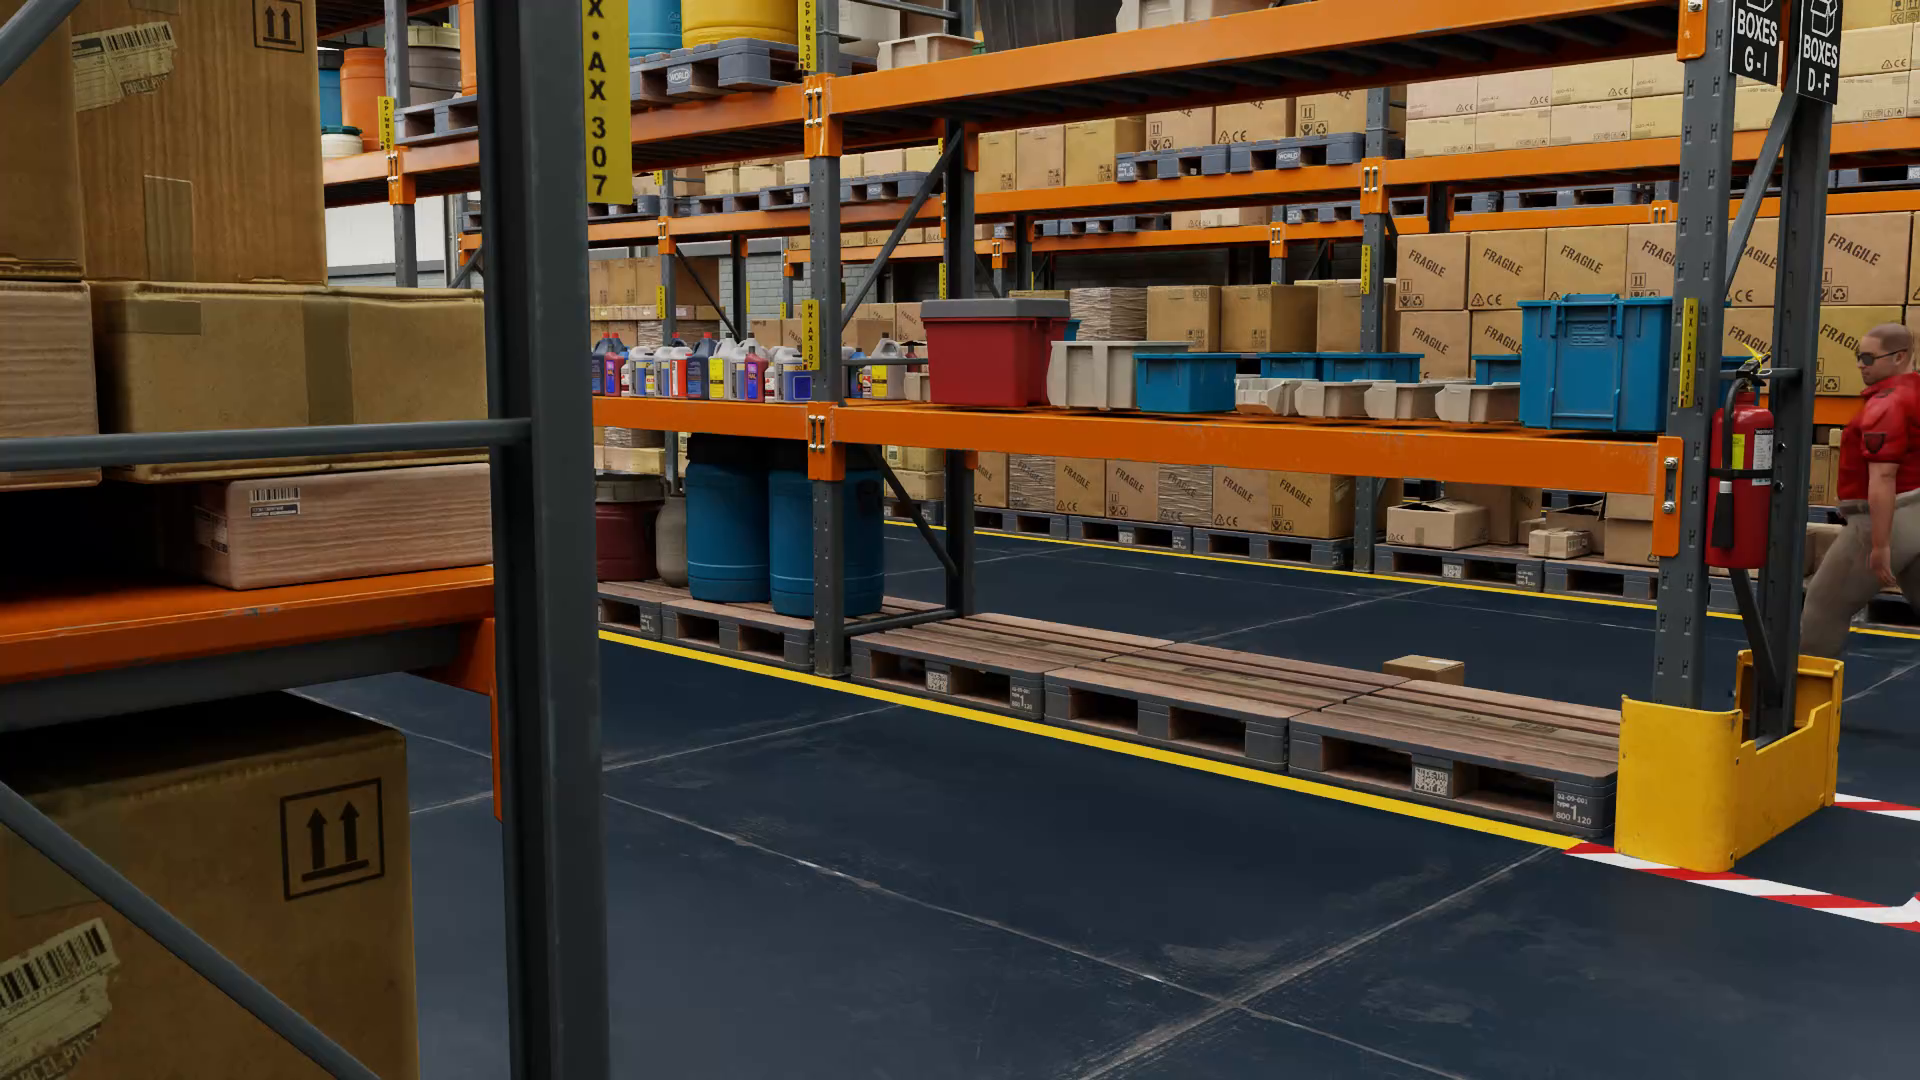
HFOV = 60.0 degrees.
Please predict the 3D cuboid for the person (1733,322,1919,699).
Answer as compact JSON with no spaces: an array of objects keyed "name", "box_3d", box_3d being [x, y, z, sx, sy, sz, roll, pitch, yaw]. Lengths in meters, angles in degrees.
[{"name":"person","box_3d":[3.757,-0.060,6.826,0.642,1.655,1.073,-4,8,-32]}]
